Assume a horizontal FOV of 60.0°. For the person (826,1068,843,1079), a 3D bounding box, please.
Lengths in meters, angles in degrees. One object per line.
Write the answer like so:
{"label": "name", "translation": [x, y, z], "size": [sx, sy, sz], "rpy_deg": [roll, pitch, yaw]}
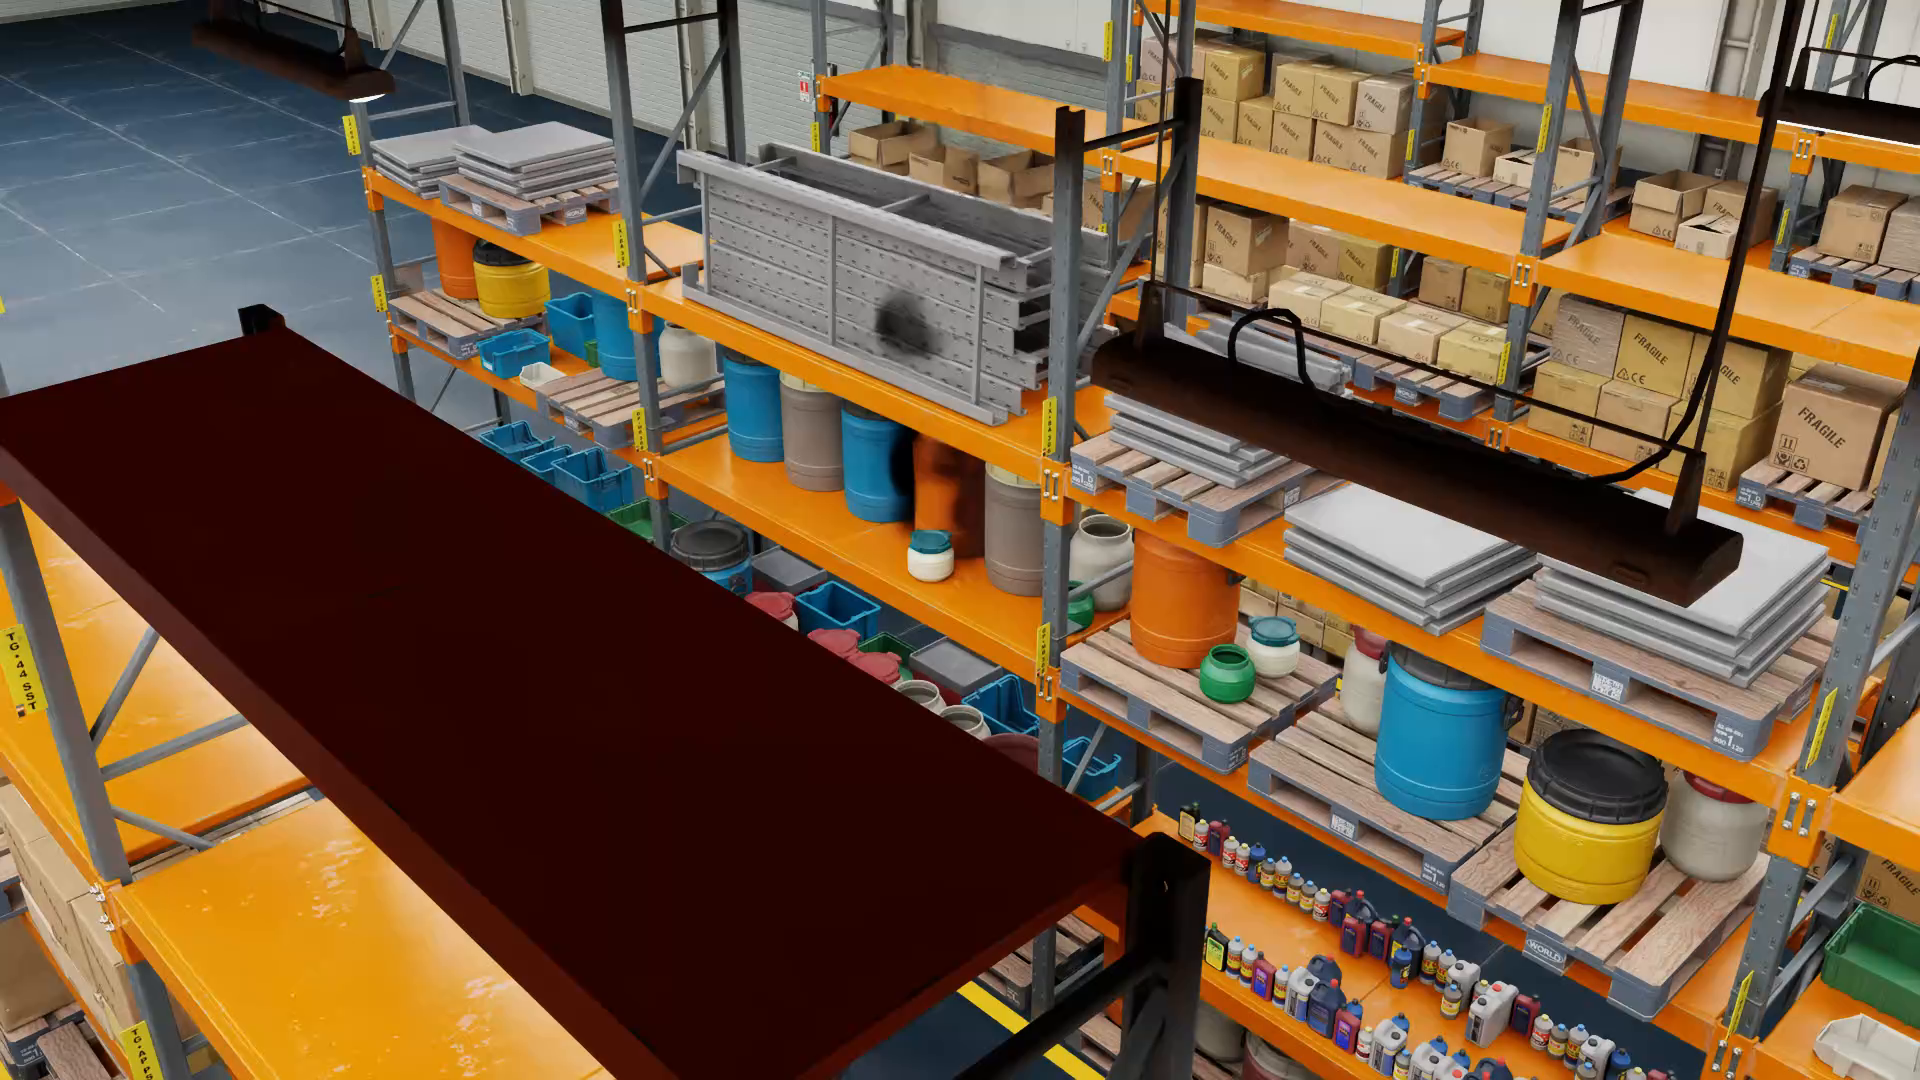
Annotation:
{"label": "person", "translation": [-0.808, 3.040, 9.298], "size": [0.901, 1.825, 0.675], "rpy_deg": [15, 32, 26]}
